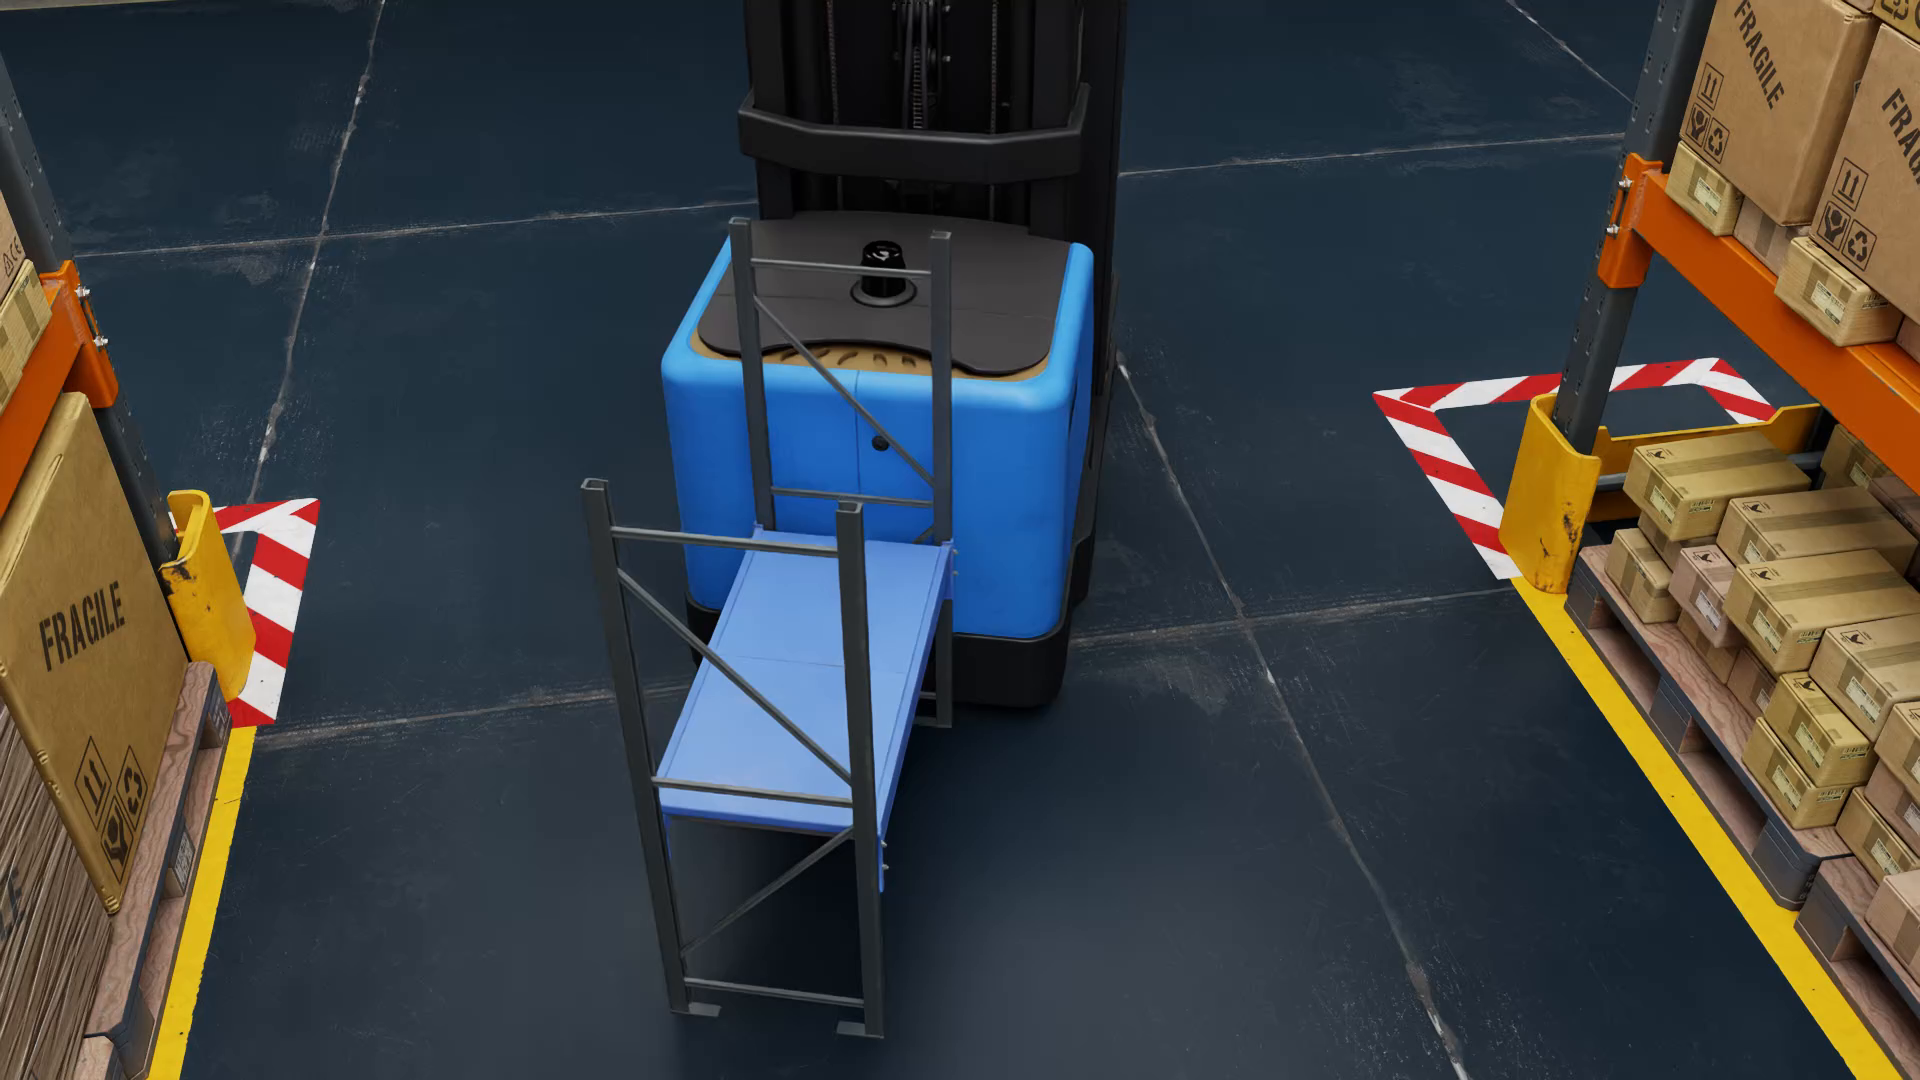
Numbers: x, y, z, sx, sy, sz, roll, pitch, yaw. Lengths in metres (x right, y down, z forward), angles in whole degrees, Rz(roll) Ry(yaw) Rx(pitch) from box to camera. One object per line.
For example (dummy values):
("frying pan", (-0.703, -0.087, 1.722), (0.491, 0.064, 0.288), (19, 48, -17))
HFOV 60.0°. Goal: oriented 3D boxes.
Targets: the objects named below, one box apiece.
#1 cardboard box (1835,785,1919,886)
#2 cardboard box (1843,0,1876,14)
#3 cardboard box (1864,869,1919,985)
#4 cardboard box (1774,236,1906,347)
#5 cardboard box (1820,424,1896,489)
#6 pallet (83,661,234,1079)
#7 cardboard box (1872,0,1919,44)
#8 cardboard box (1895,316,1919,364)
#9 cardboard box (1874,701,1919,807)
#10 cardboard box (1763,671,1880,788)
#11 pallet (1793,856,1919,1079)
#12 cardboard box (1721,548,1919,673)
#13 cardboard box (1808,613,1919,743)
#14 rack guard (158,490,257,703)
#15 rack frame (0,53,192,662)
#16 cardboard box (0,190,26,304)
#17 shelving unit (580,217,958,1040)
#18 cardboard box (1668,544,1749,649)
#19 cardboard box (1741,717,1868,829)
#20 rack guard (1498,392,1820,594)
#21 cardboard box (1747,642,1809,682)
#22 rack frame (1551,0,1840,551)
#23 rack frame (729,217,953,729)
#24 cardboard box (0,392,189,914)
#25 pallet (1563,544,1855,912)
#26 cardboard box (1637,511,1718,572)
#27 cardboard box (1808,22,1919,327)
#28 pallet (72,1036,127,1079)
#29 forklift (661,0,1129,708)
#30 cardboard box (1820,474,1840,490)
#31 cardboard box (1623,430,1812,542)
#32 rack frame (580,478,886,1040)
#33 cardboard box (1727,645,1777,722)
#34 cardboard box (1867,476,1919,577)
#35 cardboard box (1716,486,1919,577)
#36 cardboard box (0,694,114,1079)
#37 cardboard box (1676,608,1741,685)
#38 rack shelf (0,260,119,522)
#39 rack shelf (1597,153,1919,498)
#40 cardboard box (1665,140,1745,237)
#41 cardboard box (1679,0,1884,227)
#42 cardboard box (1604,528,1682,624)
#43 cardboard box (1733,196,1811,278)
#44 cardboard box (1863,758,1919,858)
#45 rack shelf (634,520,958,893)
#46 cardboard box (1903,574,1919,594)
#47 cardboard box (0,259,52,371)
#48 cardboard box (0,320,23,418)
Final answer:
("cardboard box", (2.312, 0.693, 3.895), (0.380, 0.149, 0.250), (-6, 38, -8))
("cardboard box", (2.100, -1.479, 3.569), (0.500, 0.500, 0.500), (-6, 38, -8))
("cardboard box", (2.270, 0.853, 3.689), (0.380, 0.149, 0.250), (-8, 39, -10))
("cardboard box", (2.097, -0.579, 3.755), (0.380, 0.149, 0.250), (-7, 38, -9))
("cardboard box", (2.625, -0.209, 4.570), (0.380, 0.149, 0.250), (-6, 38, -7))
("pallet", (-2.401, 0.822, 4.020), (1.003, 0.211, 1.213), (-6, 38, -8))
("cardboard box", (2.195, -1.174, 3.178), (0.500, 0.500, 0.500), (-5, 38, -7))
("cardboard box", (2.277, -0.437, 3.572), (0.380, 0.149, 0.250), (-5, 38, -6))
("cardboard box", (2.290, 0.481, 3.683), (0.380, 0.149, 0.250), (-5, 38, -6))
("cardboard box", (2.183, 0.437, 3.982), (0.380, 0.149, 0.250), (-5, 38, -7))
("pallet", (2.614, 1.150, 3.597), (1.003, 0.211, 1.213), (-6, 38, -8))
("cardboard box", (2.125, 0.171, 4.081), (0.380, 0.149, 0.250), (-6, 38, -8))
("cardboard box", (2.250, 0.312, 3.900), (0.380, 0.149, 0.250), (-8, 39, -10))
("rack guard", (-2.622, 0.219, 4.561), (1.175, 0.500, 0.348), (-6, 38, -8))
("rack frame", (-2.618, -0.754, 3.776), (1.000, 3.000, 0.127), (-6, 38, -8))
("cardboard box", (-2.272, -0.548, 3.390), (0.500, 0.250, 0.500), (-7, 38, -9))
("shelving unit", (-0.343, 0.206, 3.763), (0.538, 1.500, 1.048), (5, 38, 7))
("cardboard box", (2.115, 0.132, 4.375), (0.380, 0.149, 0.250), (-6, 38, -8))
("cardboard box", (2.173, 0.549, 4.080), (0.380, 0.149, 0.250), (-6, 38, -7))
("rack guard", (2.296, -0.193, 5.092), (1.175, 0.500, 0.348), (-6, 38, -8))
("cardboard box", (2.245, 0.270, 4.197), (0.380, 0.149, 0.250), (-6, 38, -7))
("rack frame", (2.283, -1.226, 4.384), (1.000, 3.000, 0.127), (-6, 38, -8))
("rack frame", (-0.268, -0.103, 4.160), (0.500, 1.500, 0.032), (5, 38, 7))
("cardboard box", (-2.427, 0.297, 3.812), (0.875, 0.875, 0.875), (-6, 38, -8))
("pallet", (2.404, 0.415, 4.544), (1.003, 0.211, 1.213), (-6, 38, -8))
("cardboard box", (2.122, -0.040, 4.595), (0.380, 0.149, 0.250), (-5, 38, -6))
("cardboard box", (2.209, -0.762, 3.462), (0.500, 0.500, 0.500), (-6, 38, -8))
("pallet", (-2.190, 1.557, 3.074), (1.003, 0.211, 1.213), (-6, 38, -8))
("forklift", (-0.036, -1.599, 4.919), (1.130, 2.935, 3.031), (5, 38, 7))
("cardboard box", (2.657, -0.096, 4.667), (0.380, 0.149, 0.250), (-7, 38, -9))
("cardboard box", (2.040, -0.148, 4.493), (0.380, 0.149, 0.250), (-8, 39, -10))
("rack frame", (-0.418, 0.514, 3.366), (0.500, 1.500, 0.032), (5, 38, 7))
("cardboard box", (2.237, 0.383, 4.294), (0.380, 0.149, 0.250), (-6, 38, -7))
("cardboard box", (2.613, -0.051, 4.367), (0.380, 0.149, 0.250), (-6, 38, -7))
("cardboard box", (2.207, 0.005, 4.295), (0.380, 0.149, 0.250), (-6, 38, -7))
("cardboard box", (-2.267, 0.847, 3.105), (0.875, 0.875, 0.875), (-6, 38, -8))
("cardboard box", (2.186, 0.234, 4.486), (0.380, 0.149, 0.250), (-6, 38, -8))
("rack shelf", (-2.267, 0.738, 2.441), (1.077, 0.370, 4.000), (-6, 38, -8))
("rack shelf", (2.634, 0.266, 3.050), (1.077, 0.370, 4.000), (-6, 38, -8))
("cardboard box", (2.017, -0.896, 4.164), (0.380, 0.149, 0.250), (-7, 38, -8))
("cardboard box", (2.090, -1.083, 3.875), (0.500, 0.500, 0.500), (-5, 38, -6))
("cardboard box", (2.060, 0.084, 4.678), (0.380, 0.149, 0.250), (-5, 38, -7))
("cardboard box", (2.103, -0.747, 3.971), (0.380, 0.149, 0.250), (-5, 38, -6))
("cardboard box", (2.323, 0.587, 3.789), (0.380, 0.149, 0.250), (-8, 39, -10))
("rack shelf", (-0.343, 0.348, 3.873), (0.538, 0.185, 1.000), (5, 38, 7))
("cardboard box", (2.649, 0.068, 4.457), (0.380, 0.149, 0.250), (-7, 38, -9))
("cardboard box", (-2.231, -0.475, 3.621), (0.380, 0.149, 0.250), (-6, 38, -7))
("cardboard box", (-2.184, -0.318, 3.420), (0.380, 0.149, 0.250), (-6, 38, -7))
